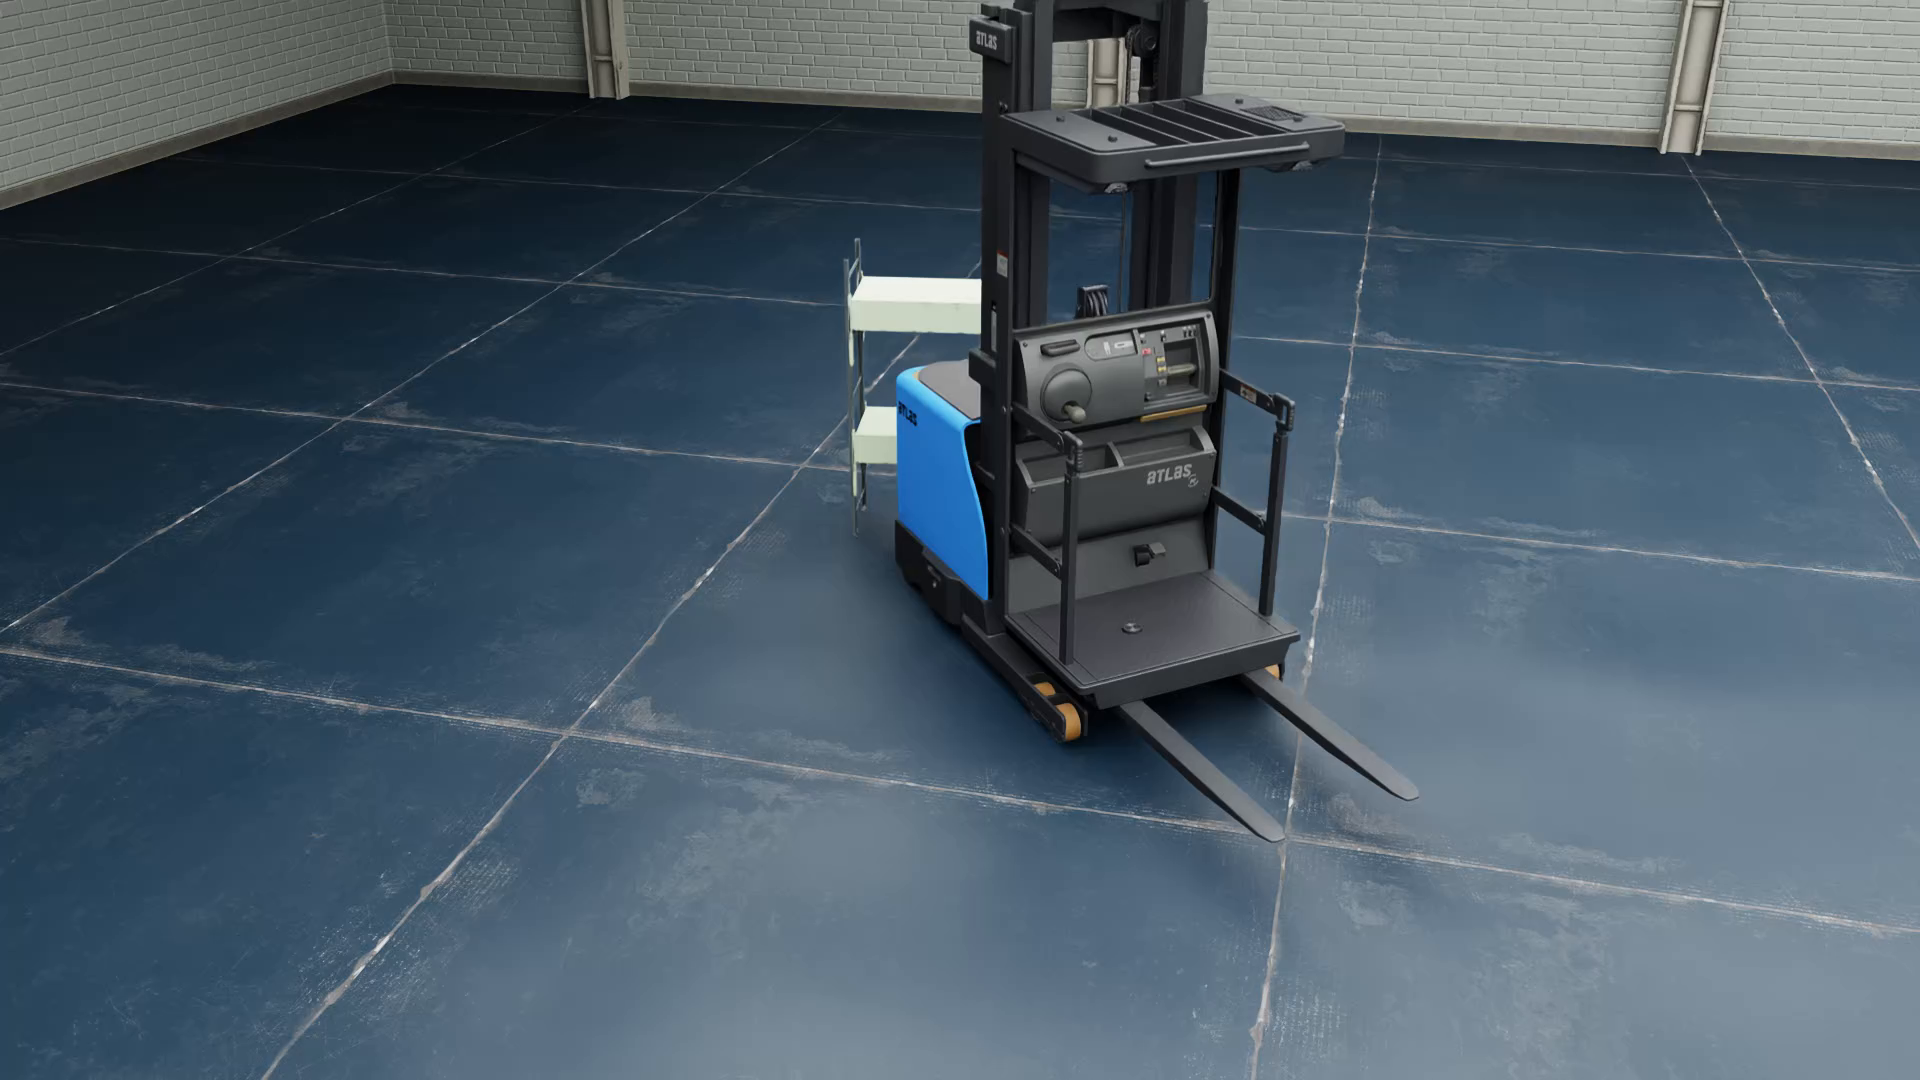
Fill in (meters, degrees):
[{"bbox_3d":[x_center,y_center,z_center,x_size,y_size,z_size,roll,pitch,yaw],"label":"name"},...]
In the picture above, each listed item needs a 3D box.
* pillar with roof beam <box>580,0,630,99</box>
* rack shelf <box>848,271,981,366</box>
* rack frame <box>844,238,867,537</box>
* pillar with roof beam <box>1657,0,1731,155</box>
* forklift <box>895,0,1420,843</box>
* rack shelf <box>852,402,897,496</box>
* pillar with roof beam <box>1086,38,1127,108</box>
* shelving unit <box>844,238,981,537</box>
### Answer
[{"bbox_3d":[-5.259,-7.582,14.206,0.400,9.000,9.100,6,26,13],"label":"pillar with roof beam"},{"bbox_3d":[-0.176,-1.117,8.444,0.720,0.370,0.431,2,26,5],"label":"rack shelf"},{"bbox_3d":[-0.541,-0.780,8.643,0.023,1.500,0.400,2,26,5],"label":"rack frame"},{"bbox_3d":[6.363,-6.297,11.508,0.400,9.000,9.100,6,26,13],"label":"pillar with roof beam"},{"bbox_3d":[0.767,-0.689,6.787,1.130,2.935,3.031,-12,28,-23],"label":"forklift"},{"bbox_3d":[-0.176,-0.471,8.752,0.720,0.370,0.431,2,26,5],"label":"rack shelf"},{"bbox_3d":[0.552,-6.939,12.857,0.400,9.000,9.100,6,26,13],"label":"pillar with roof beam"},{"bbox_3d":[-0.176,-0.765,8.612,0.755,1.500,0.431,2,26,5],"label":"shelving unit"}]
